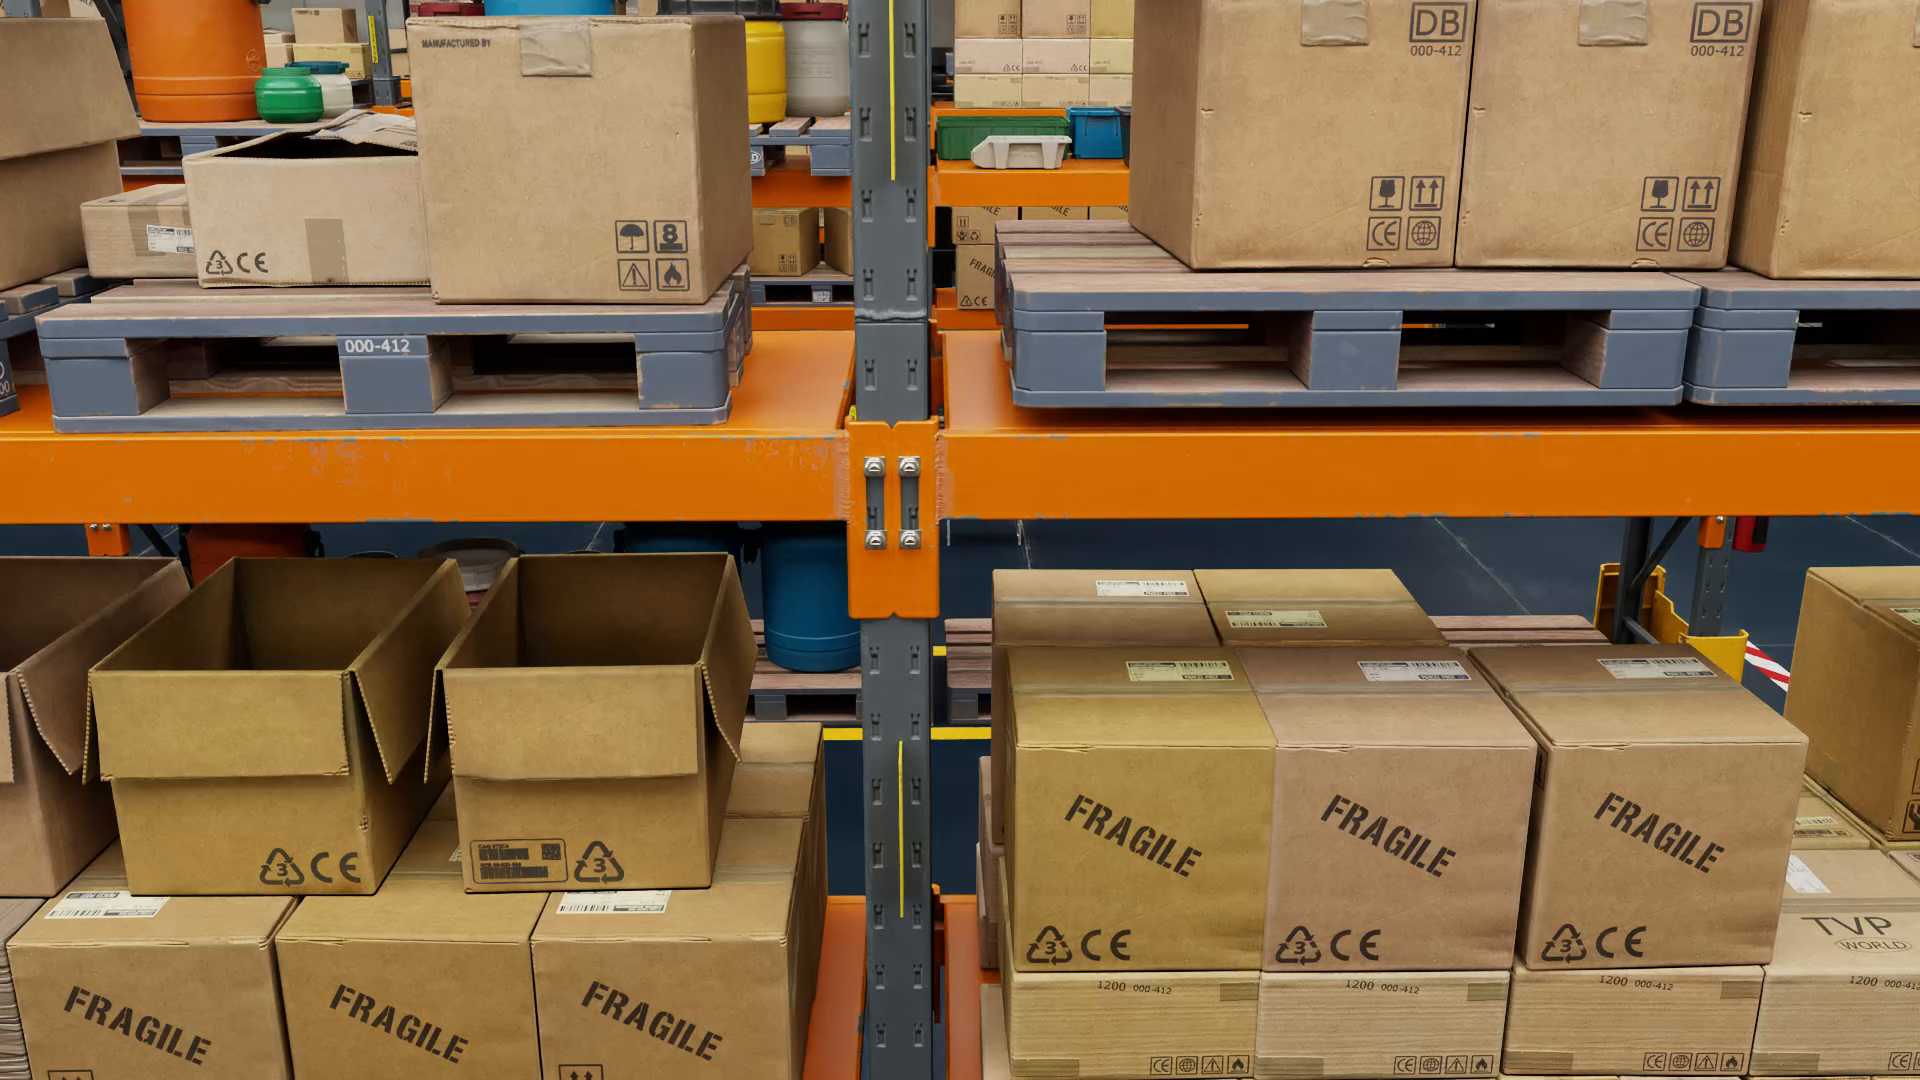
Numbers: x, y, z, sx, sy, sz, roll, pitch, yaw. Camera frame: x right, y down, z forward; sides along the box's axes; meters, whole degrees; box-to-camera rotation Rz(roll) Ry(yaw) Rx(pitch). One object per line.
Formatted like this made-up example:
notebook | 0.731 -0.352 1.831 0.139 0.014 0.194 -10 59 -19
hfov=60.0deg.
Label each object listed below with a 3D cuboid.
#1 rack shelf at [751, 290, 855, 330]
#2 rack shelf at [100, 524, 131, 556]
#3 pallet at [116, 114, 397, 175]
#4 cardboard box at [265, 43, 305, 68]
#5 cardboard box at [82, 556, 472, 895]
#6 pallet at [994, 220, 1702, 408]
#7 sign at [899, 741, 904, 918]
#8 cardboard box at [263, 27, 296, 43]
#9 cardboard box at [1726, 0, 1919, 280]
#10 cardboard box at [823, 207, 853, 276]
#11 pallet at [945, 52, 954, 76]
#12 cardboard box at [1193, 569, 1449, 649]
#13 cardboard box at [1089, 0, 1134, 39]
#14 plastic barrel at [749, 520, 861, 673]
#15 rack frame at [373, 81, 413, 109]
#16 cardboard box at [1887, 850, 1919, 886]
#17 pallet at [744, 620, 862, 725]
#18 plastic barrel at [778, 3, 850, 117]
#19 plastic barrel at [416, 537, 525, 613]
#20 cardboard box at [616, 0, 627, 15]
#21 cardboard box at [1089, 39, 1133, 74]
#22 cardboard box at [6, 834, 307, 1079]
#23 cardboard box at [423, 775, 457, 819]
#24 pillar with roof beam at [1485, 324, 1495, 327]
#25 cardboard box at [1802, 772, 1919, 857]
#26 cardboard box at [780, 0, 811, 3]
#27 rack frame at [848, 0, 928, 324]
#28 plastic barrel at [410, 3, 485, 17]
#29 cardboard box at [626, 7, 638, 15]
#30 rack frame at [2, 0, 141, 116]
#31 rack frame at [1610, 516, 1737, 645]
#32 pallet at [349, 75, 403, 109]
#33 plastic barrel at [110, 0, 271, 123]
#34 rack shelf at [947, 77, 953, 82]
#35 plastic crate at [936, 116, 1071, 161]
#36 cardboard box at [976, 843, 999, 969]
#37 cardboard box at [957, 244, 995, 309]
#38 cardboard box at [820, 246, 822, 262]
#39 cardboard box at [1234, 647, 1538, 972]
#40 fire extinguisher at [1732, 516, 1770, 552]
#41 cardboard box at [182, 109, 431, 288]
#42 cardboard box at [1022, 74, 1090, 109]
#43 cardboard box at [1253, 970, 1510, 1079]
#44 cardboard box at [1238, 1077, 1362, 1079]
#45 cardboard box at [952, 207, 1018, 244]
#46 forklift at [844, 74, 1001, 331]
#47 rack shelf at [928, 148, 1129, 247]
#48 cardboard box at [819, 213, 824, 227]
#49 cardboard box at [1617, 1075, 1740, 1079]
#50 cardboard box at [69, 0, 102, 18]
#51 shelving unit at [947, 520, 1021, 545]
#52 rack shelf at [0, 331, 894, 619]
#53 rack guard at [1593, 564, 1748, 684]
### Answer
rack shelf | -2.282 -1.776 13.351 4.000 0.370 1.077 0 18 -1
rack shelf | -2.207 -0.263 8.635 4.000 0.370 1.077 0 18 -1
pallet | -3.441 -1.908 7.984 1.213 0.211 1.003 0 18 -1
cardboard box | -5.258 -3.638 12.626 0.500 0.250 0.500 0 18 1
cardboard box | -1.454 0.377 3.654 0.637 0.503 0.797 0 18 0
pallet | 0.689 -0.489 3.397 1.213 0.211 1.003 0 18 -1
sign | -0.111 0.549 3.158 0.005 0.325 0.100 0 18 -1
cardboard box | -7.199 -5.170 17.300 0.500 0.311 0.500 0 18 1
cardboard box | 1.715 -0.809 3.232 0.500 0.500 0.700 1 18 2
cardboard box | -0.759 -2.442 13.398 0.500 0.500 0.700 -6 19 -19
pallet | 0.454 -5.028 17.545 1.213 0.211 1.003 0 18 -1
cardboard box | 0.827 0.385 3.967 0.500 0.500 0.500 0 18 0
cardboard box | 1.205 -4.058 12.575 0.500 0.500 0.700 0 18 -1
plastic barrel | -0.752 0.181 8.820 0.708 0.901 0.600 0 18 -1
rack frame | -4.282 -2.109 13.211 0.127 3.000 1.000 0 18 -1
cardboard box | 2.374 0.896 3.602 0.500 0.250 0.500 -1 18 -3
pallet | -0.980 0.703 9.009 1.213 0.211 1.003 0 18 -1
plastic barrel | -0.738 -2.382 8.243 0.433 0.535 0.433 0 18 0
plastic barrel | -2.589 0.339 8.840 0.708 0.588 0.600 0 18 -1
cardboard box | -2.825 -4.066 12.601 0.500 0.500 0.500 0 18 -1
cardboard box | 1.208 -3.651 12.536 0.500 0.250 0.500 0 18 -1
cardboard box | -1.610 0.940 3.542 0.500 0.500 0.500 0 18 -2
cardboard box | -1.096 0.778 4.047 0.500 0.500 0.500 0 18 -1
pillar with roof beam | 6.389 -5.479 13.897 0.400 9.000 9.100 0 18 -1
cardboard box | 2.364 0.734 4.109 0.500 0.250 0.500 -1 18 -3
cardboard box | -1.455 -3.862 12.749 0.600 0.600 0.600 0 18 -1
rack frame | -0.129 -1.959 2.923 0.127 3.000 1.000 0 18 -1
plastic barrel | -2.437 -2.344 8.122 0.433 0.535 0.433 0 18 0
cardboard box | -3.351 -5.346 17.507 0.500 0.500 0.700 -1 18 -4
rack frame | -4.207 -3.453 7.579 0.127 3.000 1.000 0 18 -1
rack frame | 3.792 -0.635 8.615 0.127 3.000 1.000 0 18 -1
pallet | -4.959 -3.417 12.686 1.003 0.211 1.213 1 18 2
plastic barrel | -3.640 -2.431 7.913 0.708 0.830 0.600 0 18 -1
rack shelf | 1.636 -4.737 17.669 4.000 0.370 1.077 0 18 -1
plastic crate | 0.211 -2.037 8.423 0.662 0.188 0.450 0 18 -1
cardboard box | 0.170 0.915 4.194 0.250 0.149 0.380 0 18 -1
cardboard box | 0.232 -2.095 13.004 0.500 0.500 0.500 0 18 1
cardboard box | -1.901 -2.769 18.102 0.750 0.750 0.750 0 18 1
cardboard box | 0.846 0.546 3.466 0.500 0.500 0.500 0 18 -1
fire extinguisher | 3.950 -0.282 8.254 0.183 0.674 0.296 0 18 -1
cardboard box | -1.228 -0.711 3.400 0.500 0.311 0.500 -1 18 -3
cardboard box | 0.708 -3.413 12.611 0.500 0.250 0.500 0 18 -1
cardboard box | 0.842 0.904 3.577 0.500 0.250 0.500 0 18 -1
cardboard box | 0.698 1.114 3.574 0.250 0.149 0.380 0 18 1
cardboard box | 0.193 -2.568 12.842 0.500 0.500 0.500 0 18 1
forklift | -0.779 -2.855 15.650 3.031 2.935 1.130 0 18 1
rack shelf | 1.792 -1.711 8.237 4.000 0.370 1.077 0 18 -1
cardboard box | -1.473 -3.428 17.701 0.250 0.149 0.380 0 18 -1
cardboard box | 1.468 1.111 3.586 0.250 0.149 0.380 0 18 0
cardboard box | -8.860 -5.479 16.972 0.500 0.500 0.500 -2 18 -6
shelving unit | 0.166 -0.572 11.367 0.503 1.200 0.258 0 18 -1
rack shelf | -2.129 -0.179 3.461 4.000 0.370 1.077 0 18 -1
rack guard | 3.816 0.552 9.010 0.348 0.500 1.175 0 18 -1
